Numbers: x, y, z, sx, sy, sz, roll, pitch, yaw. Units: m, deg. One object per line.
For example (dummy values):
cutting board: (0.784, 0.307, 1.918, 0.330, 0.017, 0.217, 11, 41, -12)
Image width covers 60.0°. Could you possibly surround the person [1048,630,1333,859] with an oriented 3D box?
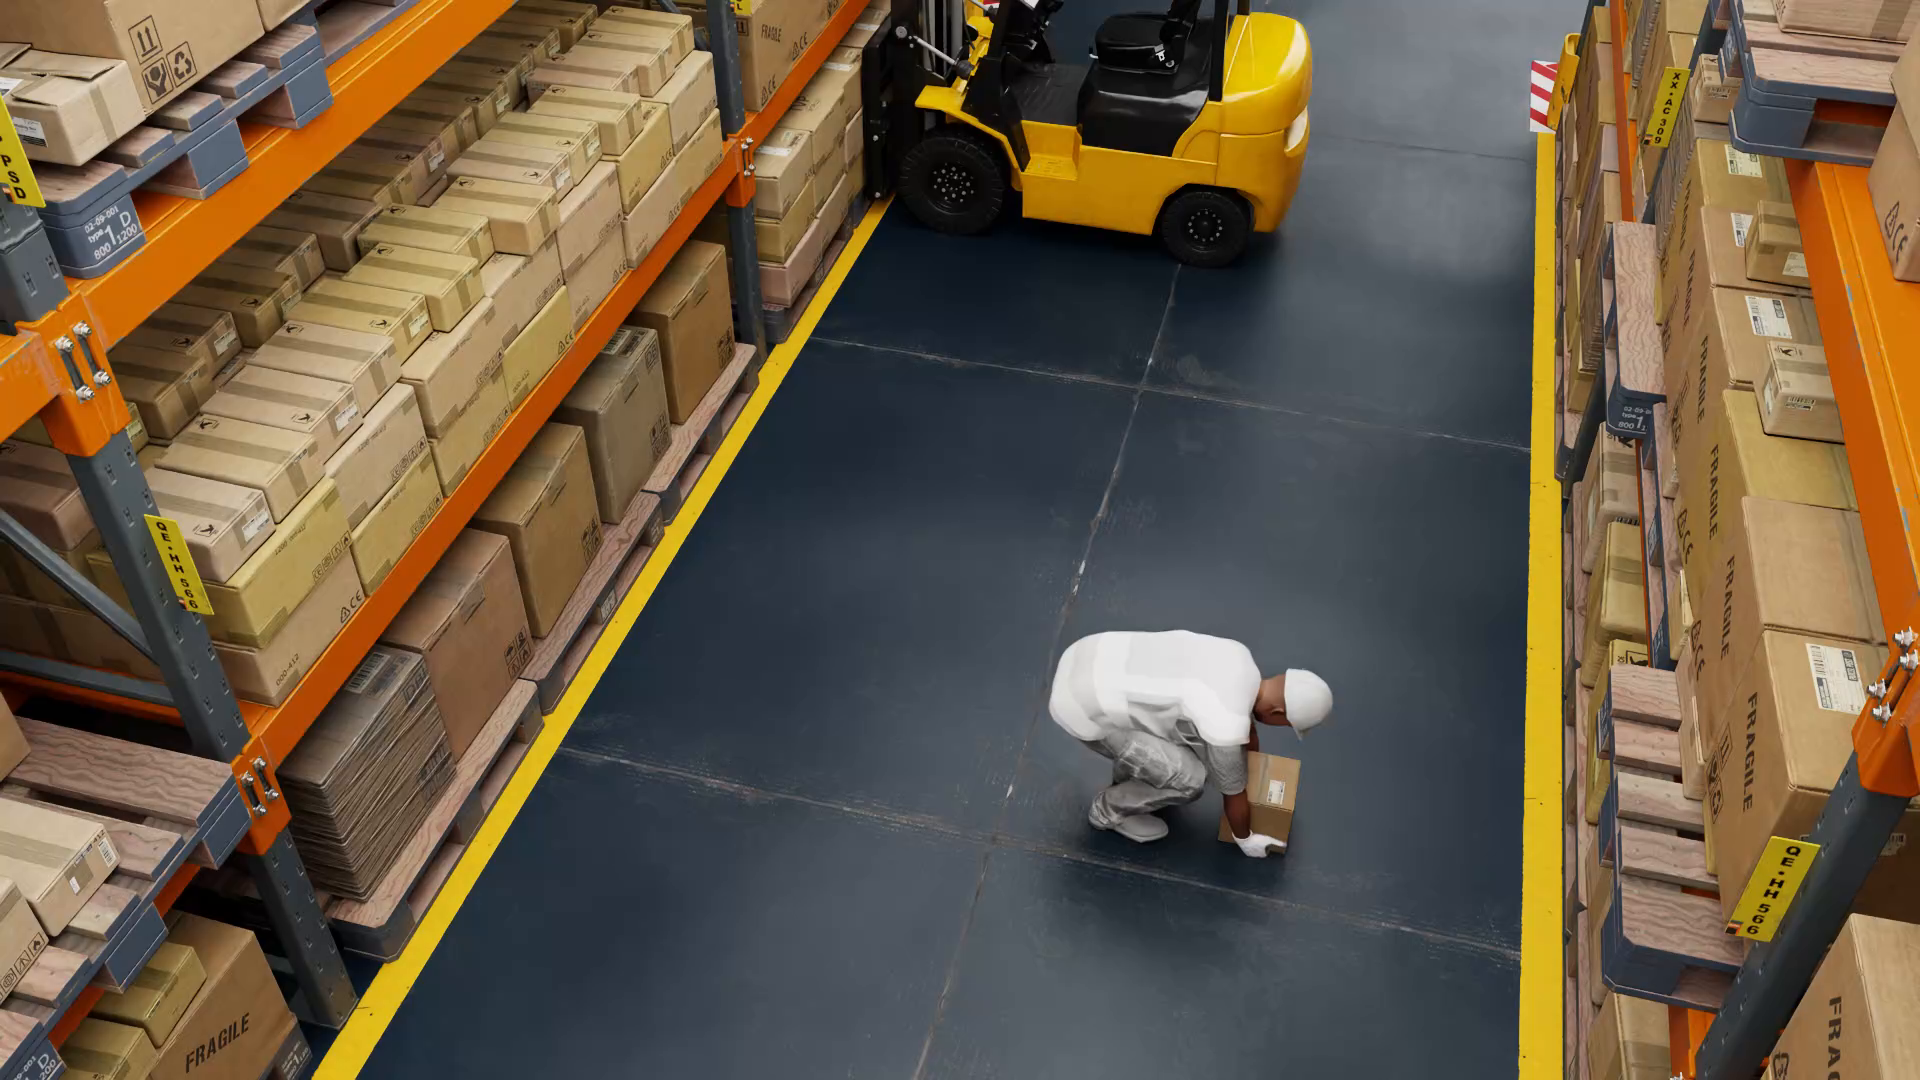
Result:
person: (0.830, 0.709, 6.079, 0.975, 0.833, 0.551, 9, 41, 10)
